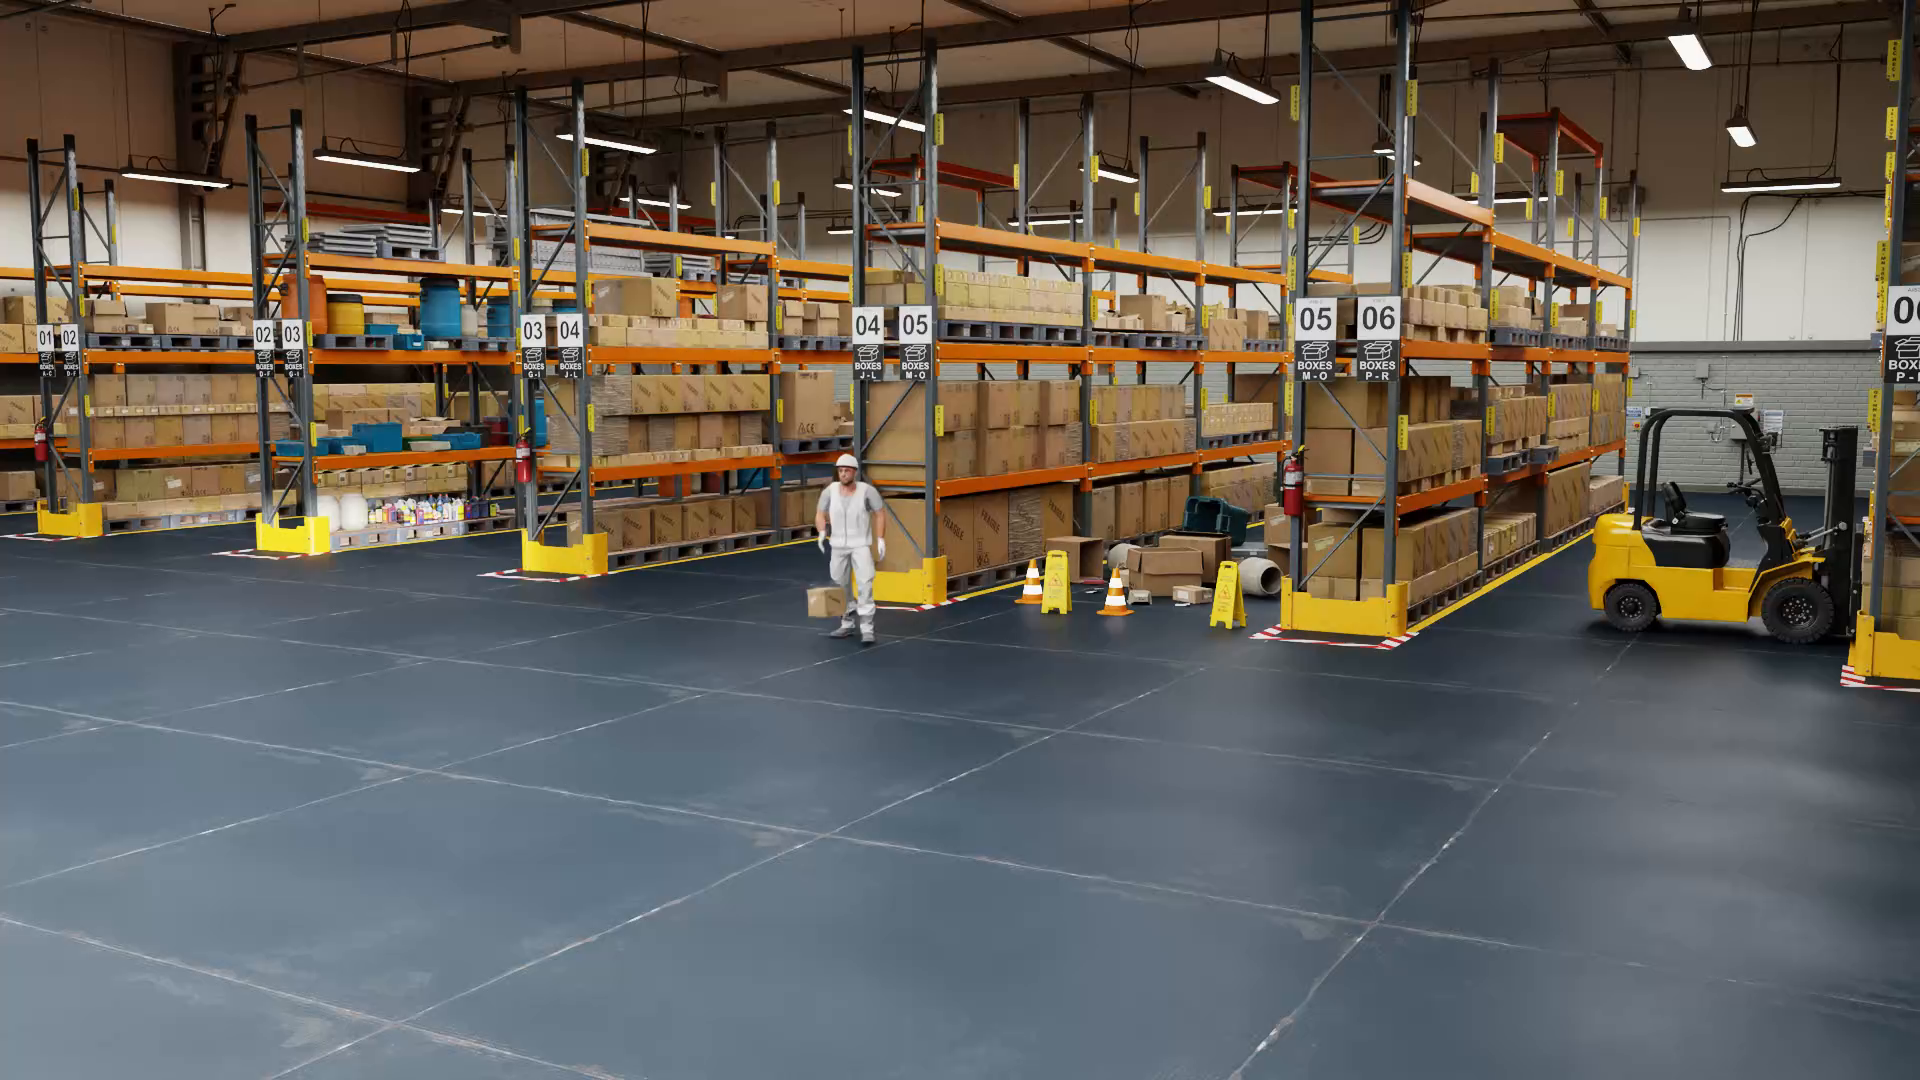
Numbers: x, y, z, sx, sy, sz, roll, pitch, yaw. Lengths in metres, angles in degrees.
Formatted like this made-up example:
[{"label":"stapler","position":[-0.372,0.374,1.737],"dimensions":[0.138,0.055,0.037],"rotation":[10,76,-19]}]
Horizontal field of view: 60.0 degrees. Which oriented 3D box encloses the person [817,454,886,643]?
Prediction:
[{"label":"person","position":[-1.014,0.072,15.396],"dimensions":[0.635,1.746,0.741],"rotation":[2,6,14]}]
